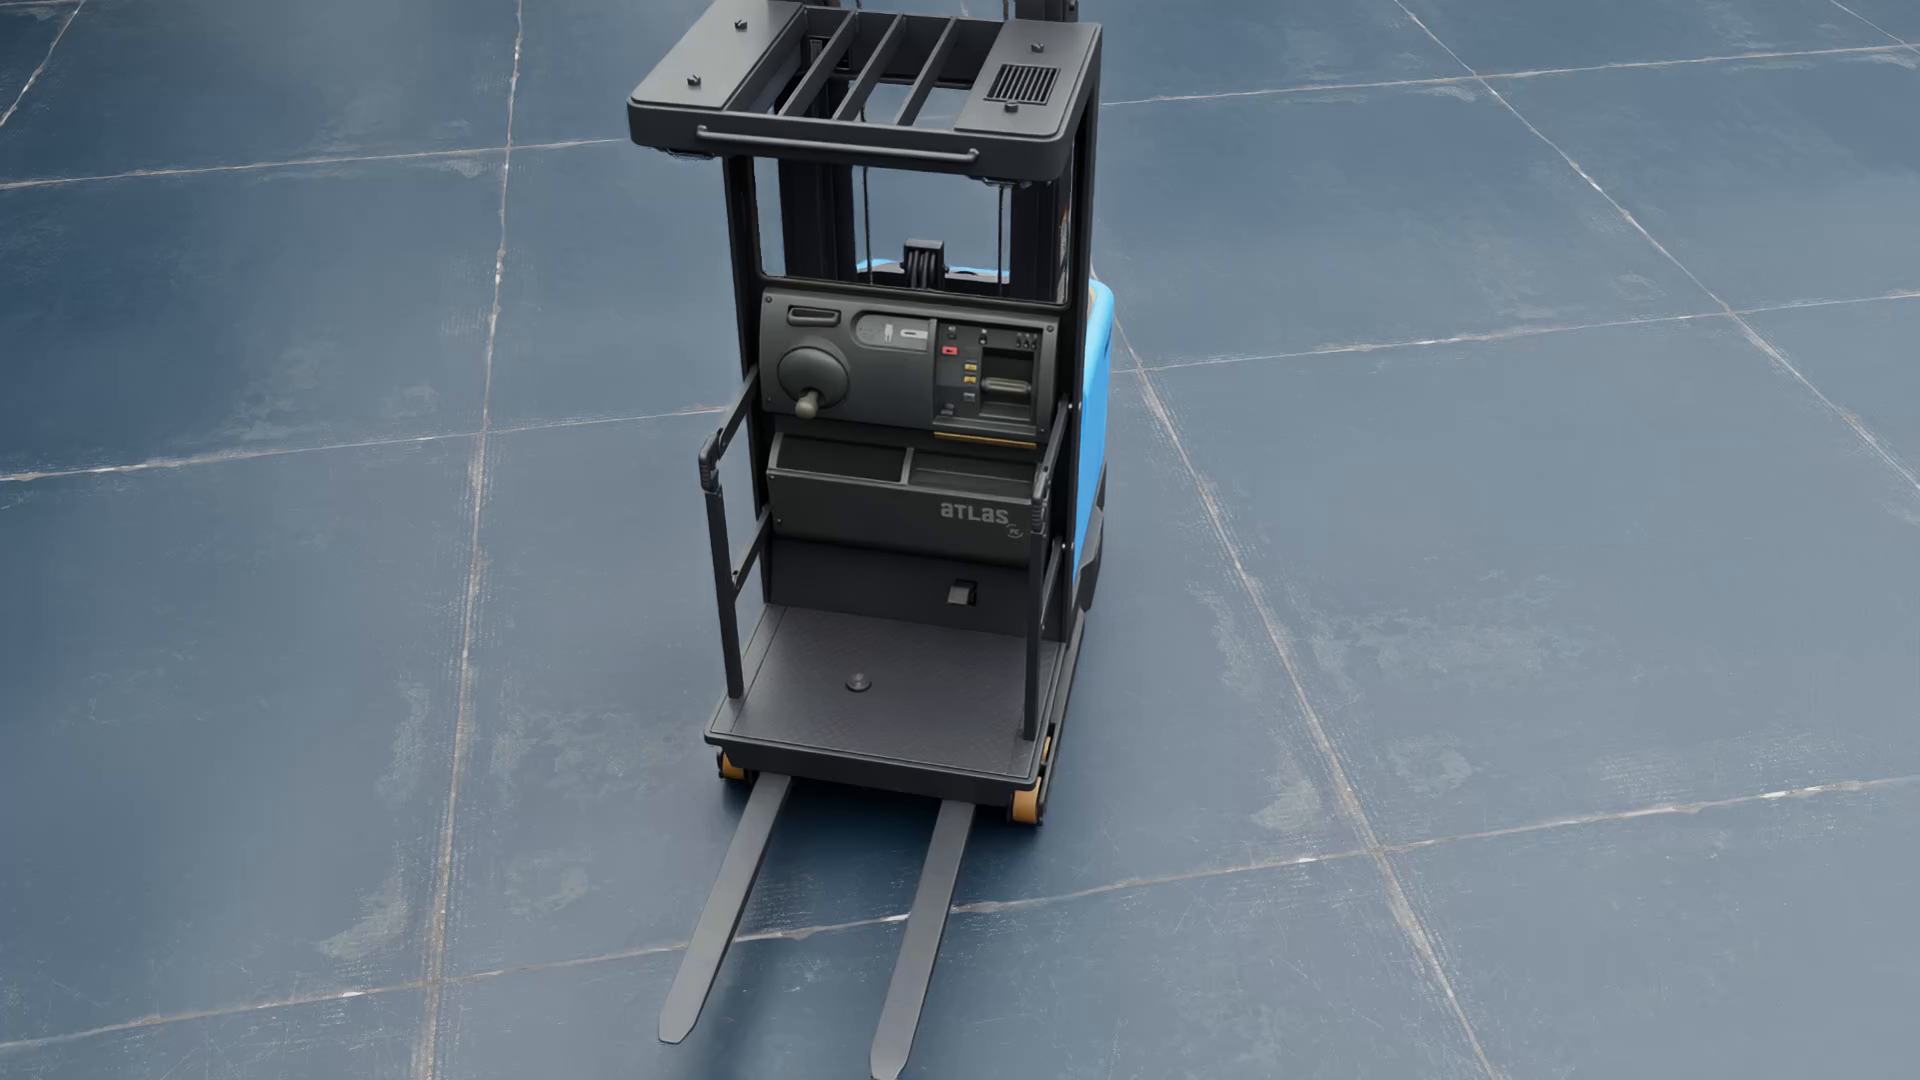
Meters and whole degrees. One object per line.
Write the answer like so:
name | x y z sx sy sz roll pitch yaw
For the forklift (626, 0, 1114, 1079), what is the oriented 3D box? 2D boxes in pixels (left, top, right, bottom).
forklift | -0.205 -0.465 4.959 1.130 2.935 3.031 7 38 9
